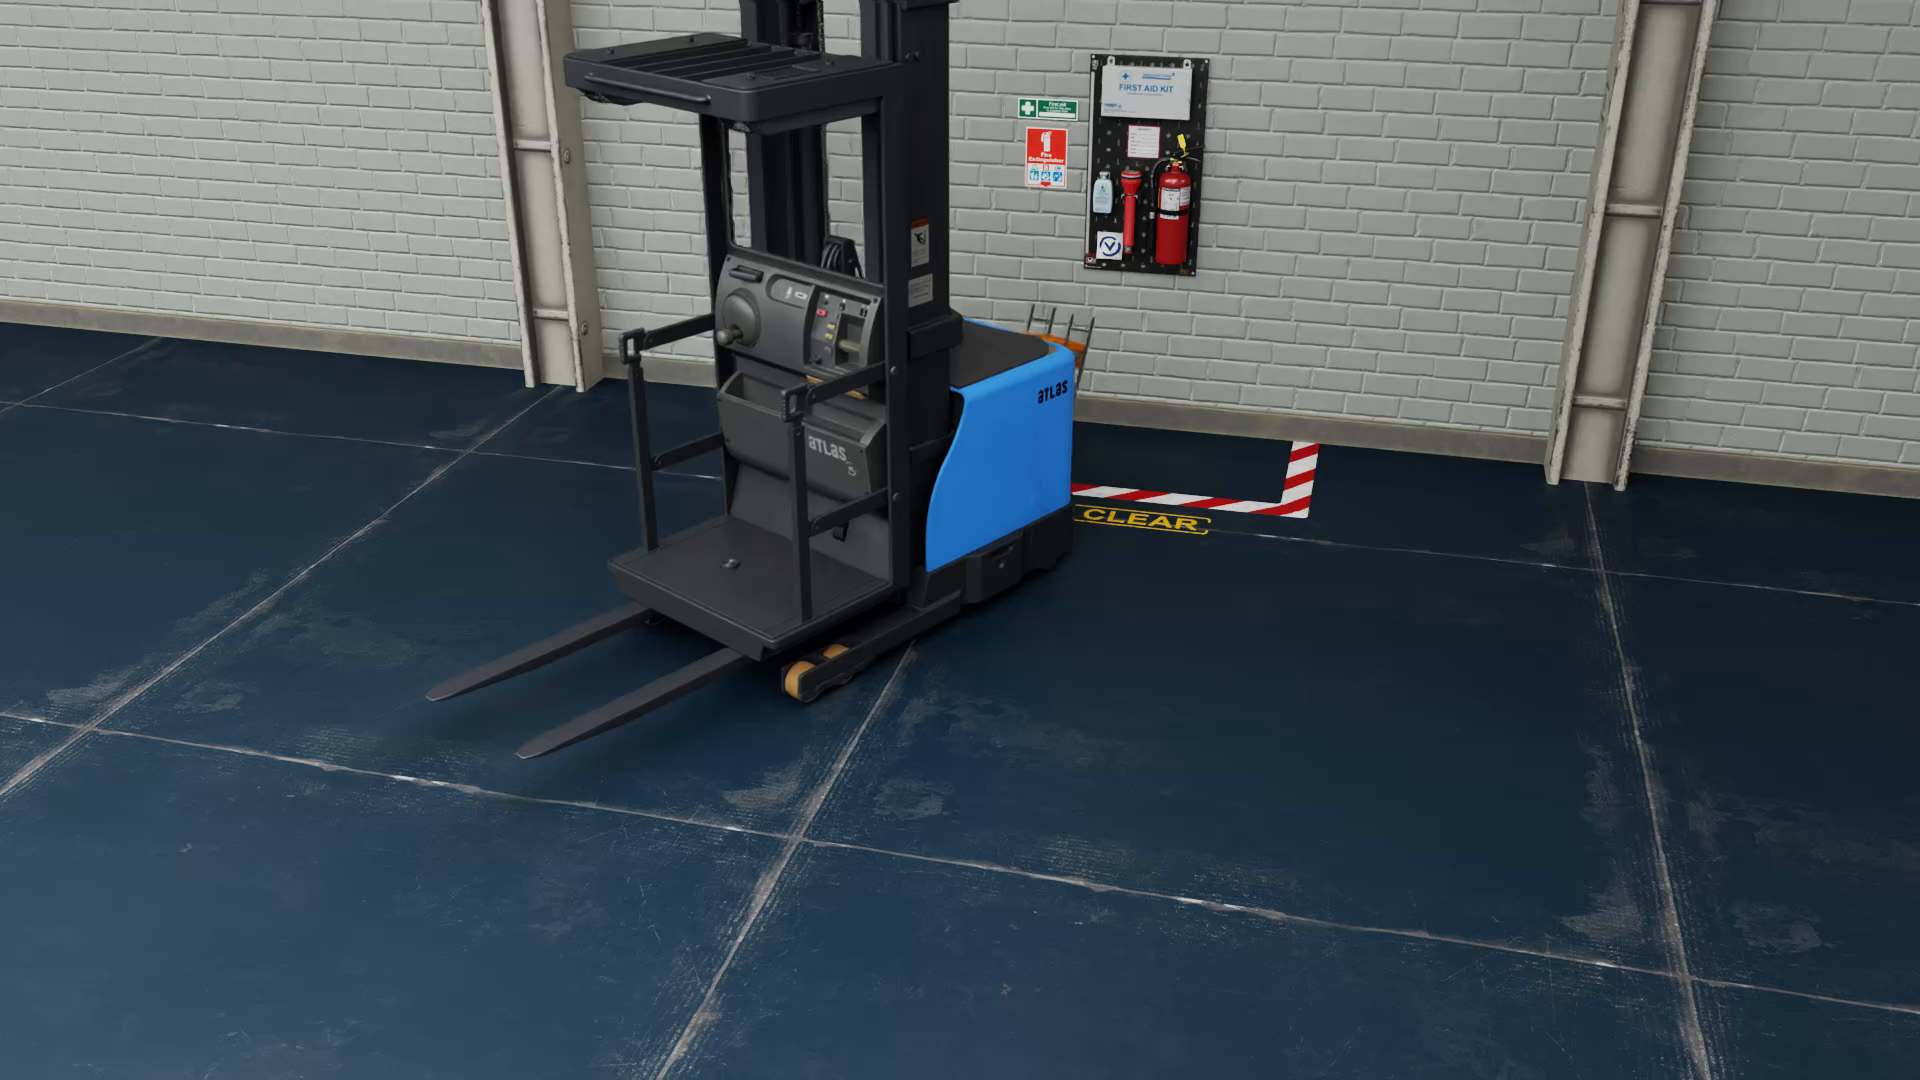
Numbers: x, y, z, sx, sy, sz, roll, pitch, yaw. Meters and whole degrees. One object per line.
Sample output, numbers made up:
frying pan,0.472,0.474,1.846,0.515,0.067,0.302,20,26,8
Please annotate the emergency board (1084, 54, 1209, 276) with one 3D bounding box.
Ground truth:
emergency board,0.983,-1.979,8.917,0.643,1.169,0.194,6,26,13

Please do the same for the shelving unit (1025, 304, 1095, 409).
shelving unit,0.399,-0.632,8.333,0.252,1.050,0.215,21,13,36

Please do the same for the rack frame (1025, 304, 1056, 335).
rack frame,0.307,-0.667,8.405,0.008,1.050,0.200,21,13,36

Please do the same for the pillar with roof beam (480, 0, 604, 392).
pillar with roof beam,-3.516,-3.257,4.623,0.400,9.000,9.100,6,26,13

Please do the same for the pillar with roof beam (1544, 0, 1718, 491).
pillar with roof beam,2.295,-2.615,3.274,0.400,9.000,9.100,6,26,13

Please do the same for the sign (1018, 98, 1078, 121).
sign,0.475,-2.332,9.001,0.331,0.109,0.001,6,26,13

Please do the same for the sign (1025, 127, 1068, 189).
sign,0.473,-2.097,9.124,0.234,0.329,0.001,6,26,13

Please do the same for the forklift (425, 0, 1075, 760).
forklift,-0.819,-0.903,6.736,1.130,2.935,3.031,21,33,37

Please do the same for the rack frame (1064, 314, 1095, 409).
rack frame,0.491,-0.597,8.260,0.008,1.050,0.200,21,13,36

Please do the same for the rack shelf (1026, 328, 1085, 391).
rack shelf,0.458,-0.894,8.281,0.240,0.259,0.215,21,13,36

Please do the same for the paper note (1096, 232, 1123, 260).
paper note,0.829,-1.629,9.207,0.142,0.148,0.016,6,26,13
